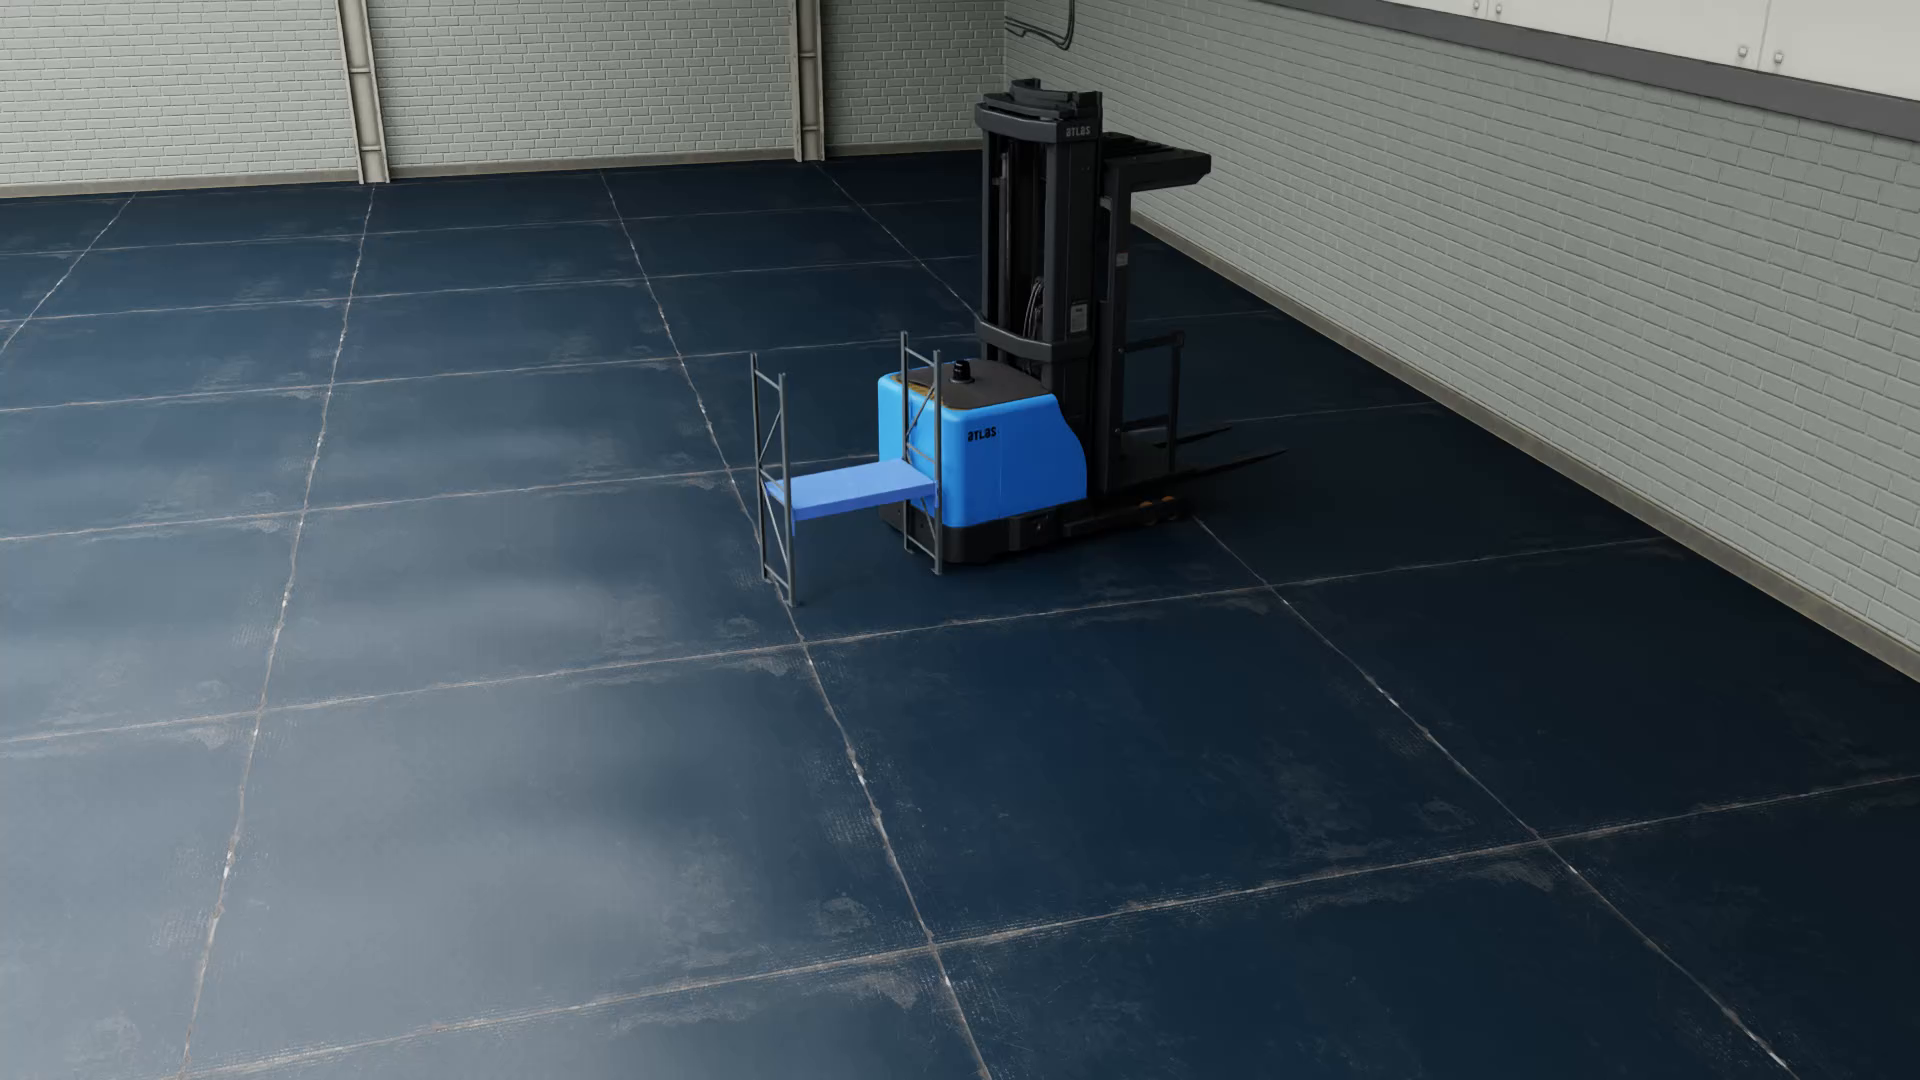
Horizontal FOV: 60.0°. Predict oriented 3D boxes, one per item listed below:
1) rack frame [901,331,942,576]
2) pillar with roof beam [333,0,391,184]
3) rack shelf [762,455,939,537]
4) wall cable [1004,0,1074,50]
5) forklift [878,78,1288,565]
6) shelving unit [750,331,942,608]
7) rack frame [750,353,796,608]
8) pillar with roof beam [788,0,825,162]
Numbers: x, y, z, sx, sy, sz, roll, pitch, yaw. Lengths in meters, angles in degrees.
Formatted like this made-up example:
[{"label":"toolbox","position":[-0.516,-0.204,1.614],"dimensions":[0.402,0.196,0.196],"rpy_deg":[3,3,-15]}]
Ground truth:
[{"label":"rack frame","position":[-0.244,-0.545,10.619],"dimensions":[0.032,1.500,0.500],"rpy_deg":[-12,26,-26]},{"label":"pillar with roof beam","position":[-6.794,-7.385,17.049],"dimensions":[0.400,9.000,9.100],"rpy_deg":[-6,24,-14]},{"label":"rack shelf","position":[-0.693,-0.286,10.470],"dimensions":[1.000,0.185,0.538],"rpy_deg":[-12,26,-26]},{"label":"wall cable","position":[1.014,-8.043,22.521],"dimensions":[0.112,2.526,3.097],"rpy_deg":[-6,24,-14]},{"label":"forklift","position":[0.960,-1.607,11.278],"dimensions":[3.031,2.935,1.130],"rpy_deg":[-14,27,-29]},{"label":"shelving unit","position":[-0.693,-0.451,10.400],"dimensions":[1.048,1.500,0.538],"rpy_deg":[-12,26,-26]},{"label":"rack frame","position":[-1.142,-0.357,10.181],"dimensions":[0.032,1.500,0.500],"rpy_deg":[-12,26,-26]},{"label":"pillar with roof beam","position":[-1.017,-8.024,18.538],"dimensions":[0.400,9.000,9.100],"rpy_deg":[-6,24,-14]}]
